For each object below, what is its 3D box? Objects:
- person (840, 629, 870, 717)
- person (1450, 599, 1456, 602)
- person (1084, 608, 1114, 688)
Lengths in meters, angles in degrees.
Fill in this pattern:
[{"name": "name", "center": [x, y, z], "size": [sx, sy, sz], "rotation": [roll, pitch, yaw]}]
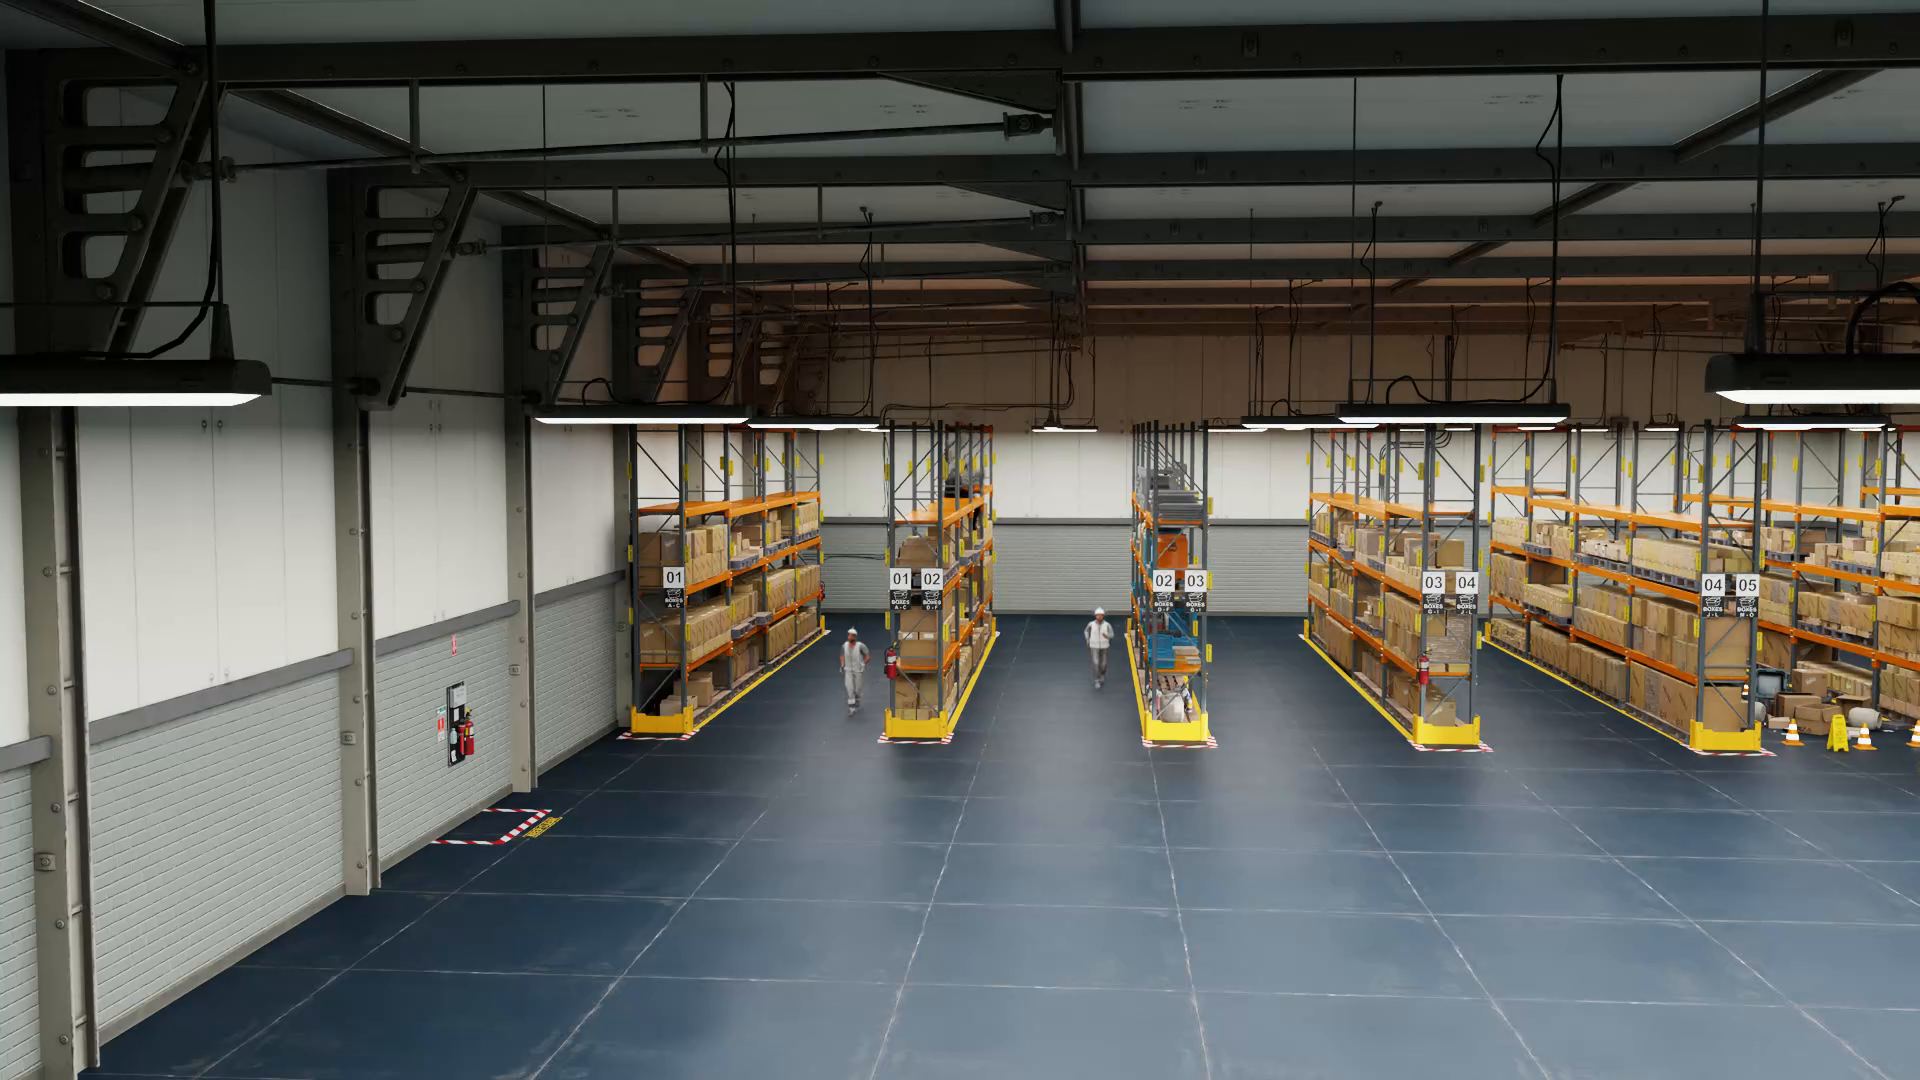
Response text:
[{"name": "person", "center": [-2.164, 2.698, 34.033], "size": [0.650, 1.768, 0.722], "rotation": [1, 4, 10]}, {"name": "person", "center": [13.383, 1.949, 46.101], "size": [0.786, 1.685, 0.846], "rotation": [3, 4, 37]}, {"name": "person", "center": [3.159, 2.430, 37.678], "size": [0.656, 1.758, 0.969], "rotation": [0, 4, 0]}]
